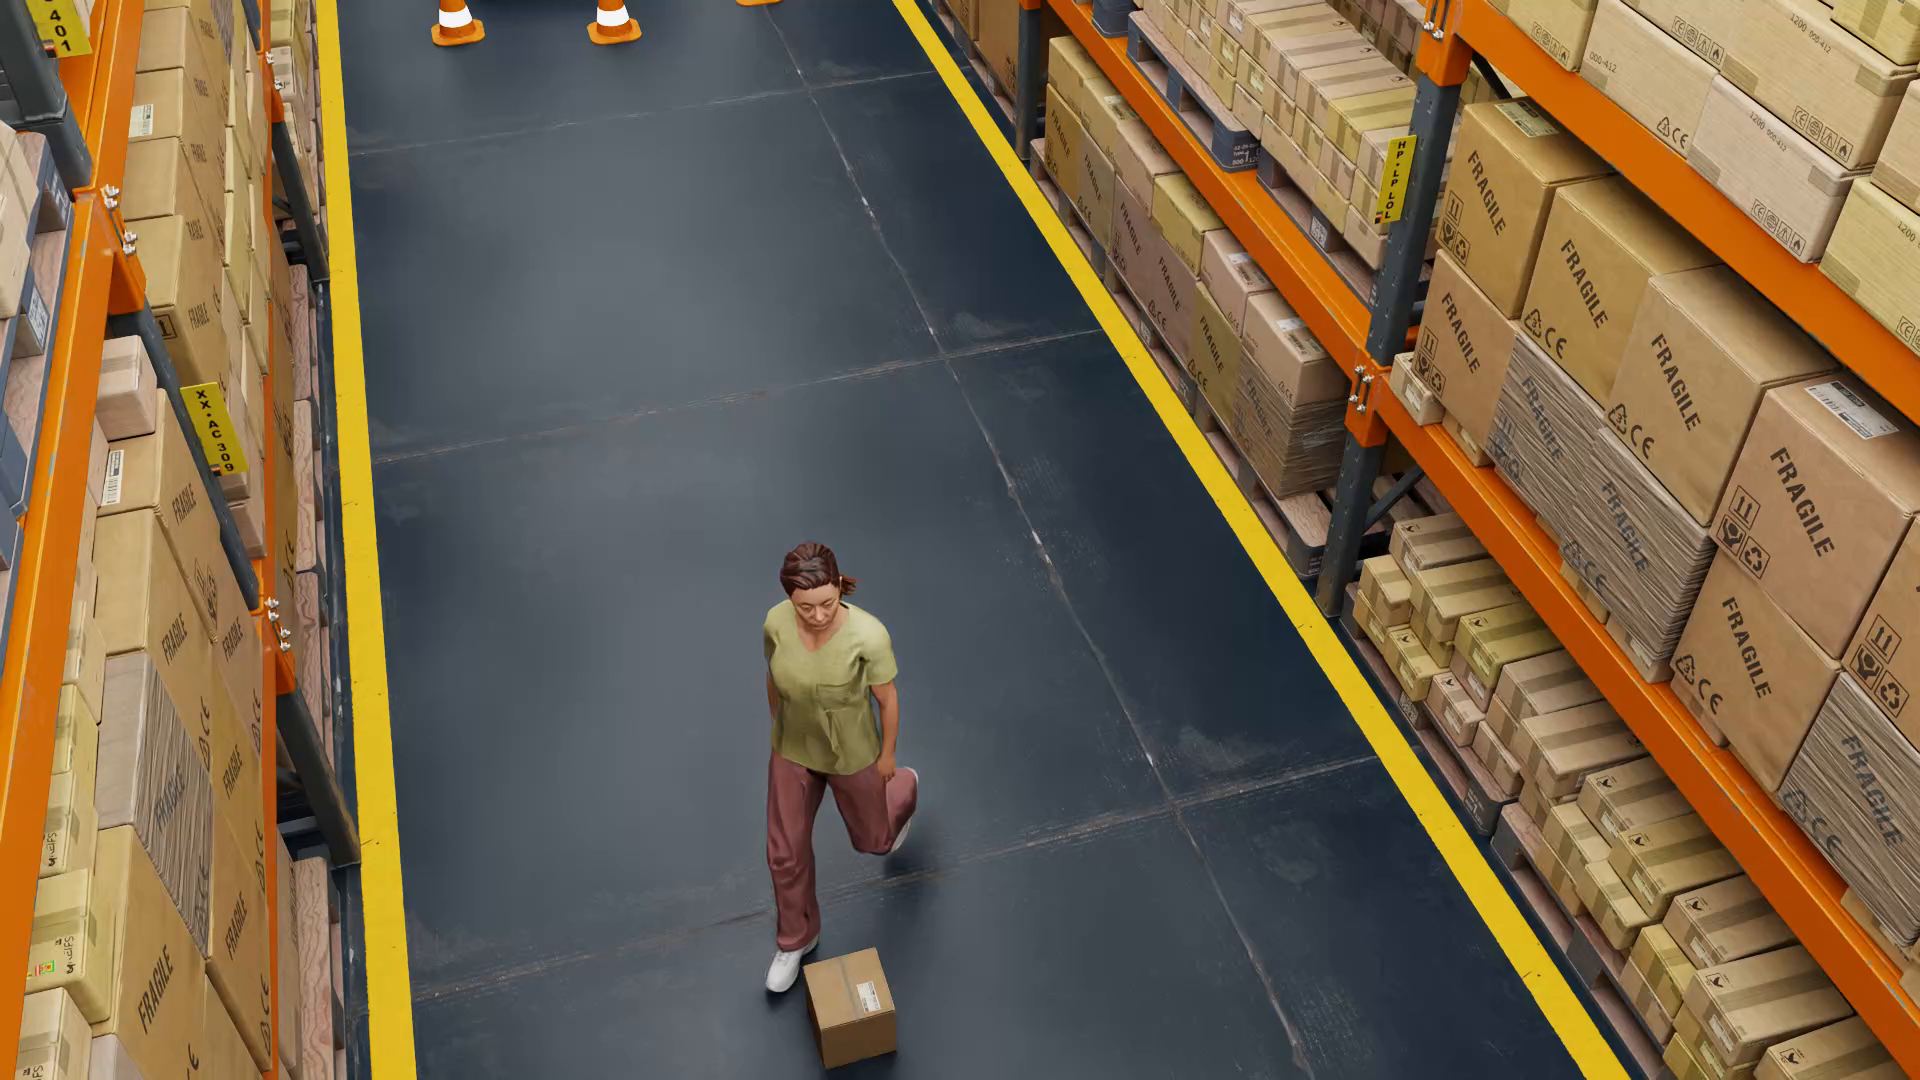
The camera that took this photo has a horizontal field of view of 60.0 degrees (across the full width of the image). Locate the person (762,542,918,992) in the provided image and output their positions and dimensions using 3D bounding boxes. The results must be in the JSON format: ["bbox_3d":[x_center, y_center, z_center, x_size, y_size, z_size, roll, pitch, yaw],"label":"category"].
[{"bbox_3d":[-0.437,0.692,5.424,0.464,1.629,0.896,10,43,11],"label":"person"}]
